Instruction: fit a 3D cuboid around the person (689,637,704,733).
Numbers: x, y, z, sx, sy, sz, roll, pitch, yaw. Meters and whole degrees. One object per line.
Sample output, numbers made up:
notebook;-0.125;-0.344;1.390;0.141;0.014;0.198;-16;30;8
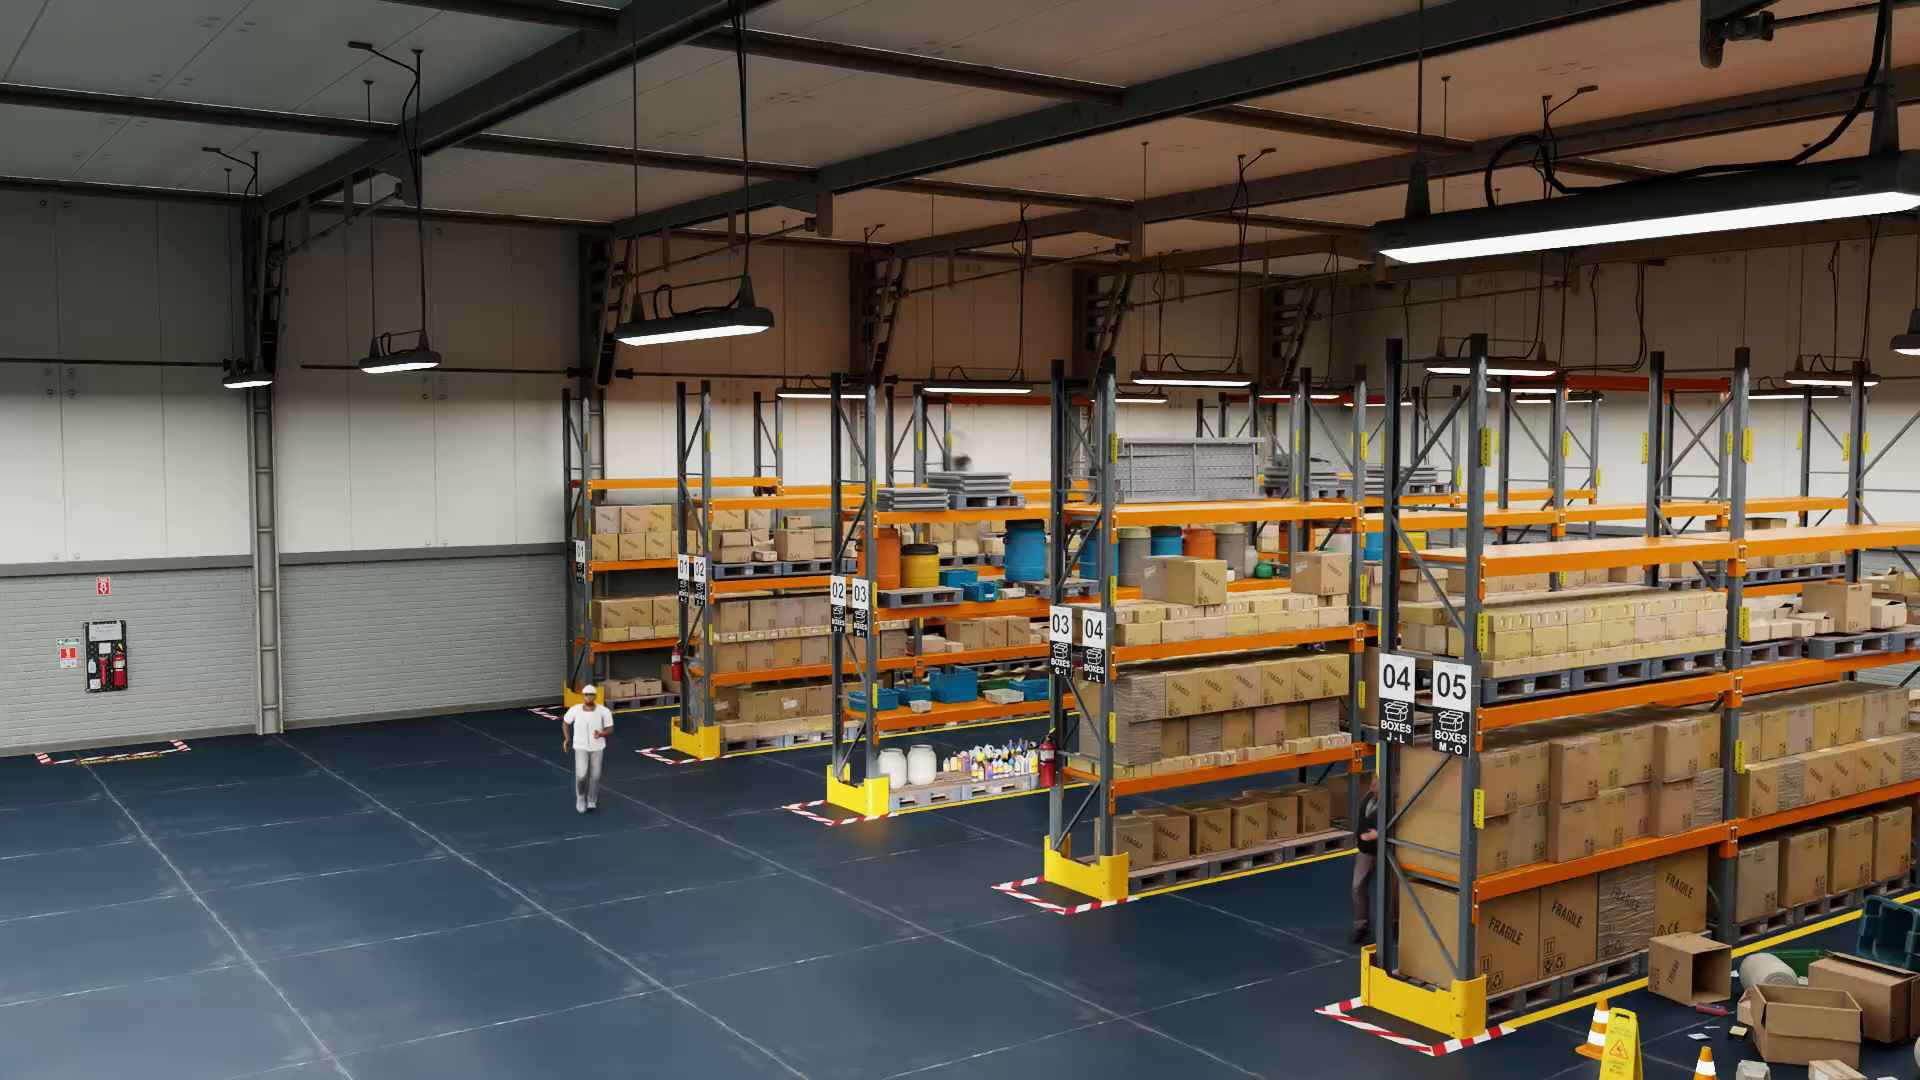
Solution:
person;-4.428;2.498;28.726;0.667;1.673;0.596;-3;5;-38

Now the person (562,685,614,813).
person;-5.034;2.834;22.531;0.675;1.741;0.672;-1;4;-14

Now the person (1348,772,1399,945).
person;4.270;3.222;16.937;0.725;1.770;0.663;-3;5;-39
